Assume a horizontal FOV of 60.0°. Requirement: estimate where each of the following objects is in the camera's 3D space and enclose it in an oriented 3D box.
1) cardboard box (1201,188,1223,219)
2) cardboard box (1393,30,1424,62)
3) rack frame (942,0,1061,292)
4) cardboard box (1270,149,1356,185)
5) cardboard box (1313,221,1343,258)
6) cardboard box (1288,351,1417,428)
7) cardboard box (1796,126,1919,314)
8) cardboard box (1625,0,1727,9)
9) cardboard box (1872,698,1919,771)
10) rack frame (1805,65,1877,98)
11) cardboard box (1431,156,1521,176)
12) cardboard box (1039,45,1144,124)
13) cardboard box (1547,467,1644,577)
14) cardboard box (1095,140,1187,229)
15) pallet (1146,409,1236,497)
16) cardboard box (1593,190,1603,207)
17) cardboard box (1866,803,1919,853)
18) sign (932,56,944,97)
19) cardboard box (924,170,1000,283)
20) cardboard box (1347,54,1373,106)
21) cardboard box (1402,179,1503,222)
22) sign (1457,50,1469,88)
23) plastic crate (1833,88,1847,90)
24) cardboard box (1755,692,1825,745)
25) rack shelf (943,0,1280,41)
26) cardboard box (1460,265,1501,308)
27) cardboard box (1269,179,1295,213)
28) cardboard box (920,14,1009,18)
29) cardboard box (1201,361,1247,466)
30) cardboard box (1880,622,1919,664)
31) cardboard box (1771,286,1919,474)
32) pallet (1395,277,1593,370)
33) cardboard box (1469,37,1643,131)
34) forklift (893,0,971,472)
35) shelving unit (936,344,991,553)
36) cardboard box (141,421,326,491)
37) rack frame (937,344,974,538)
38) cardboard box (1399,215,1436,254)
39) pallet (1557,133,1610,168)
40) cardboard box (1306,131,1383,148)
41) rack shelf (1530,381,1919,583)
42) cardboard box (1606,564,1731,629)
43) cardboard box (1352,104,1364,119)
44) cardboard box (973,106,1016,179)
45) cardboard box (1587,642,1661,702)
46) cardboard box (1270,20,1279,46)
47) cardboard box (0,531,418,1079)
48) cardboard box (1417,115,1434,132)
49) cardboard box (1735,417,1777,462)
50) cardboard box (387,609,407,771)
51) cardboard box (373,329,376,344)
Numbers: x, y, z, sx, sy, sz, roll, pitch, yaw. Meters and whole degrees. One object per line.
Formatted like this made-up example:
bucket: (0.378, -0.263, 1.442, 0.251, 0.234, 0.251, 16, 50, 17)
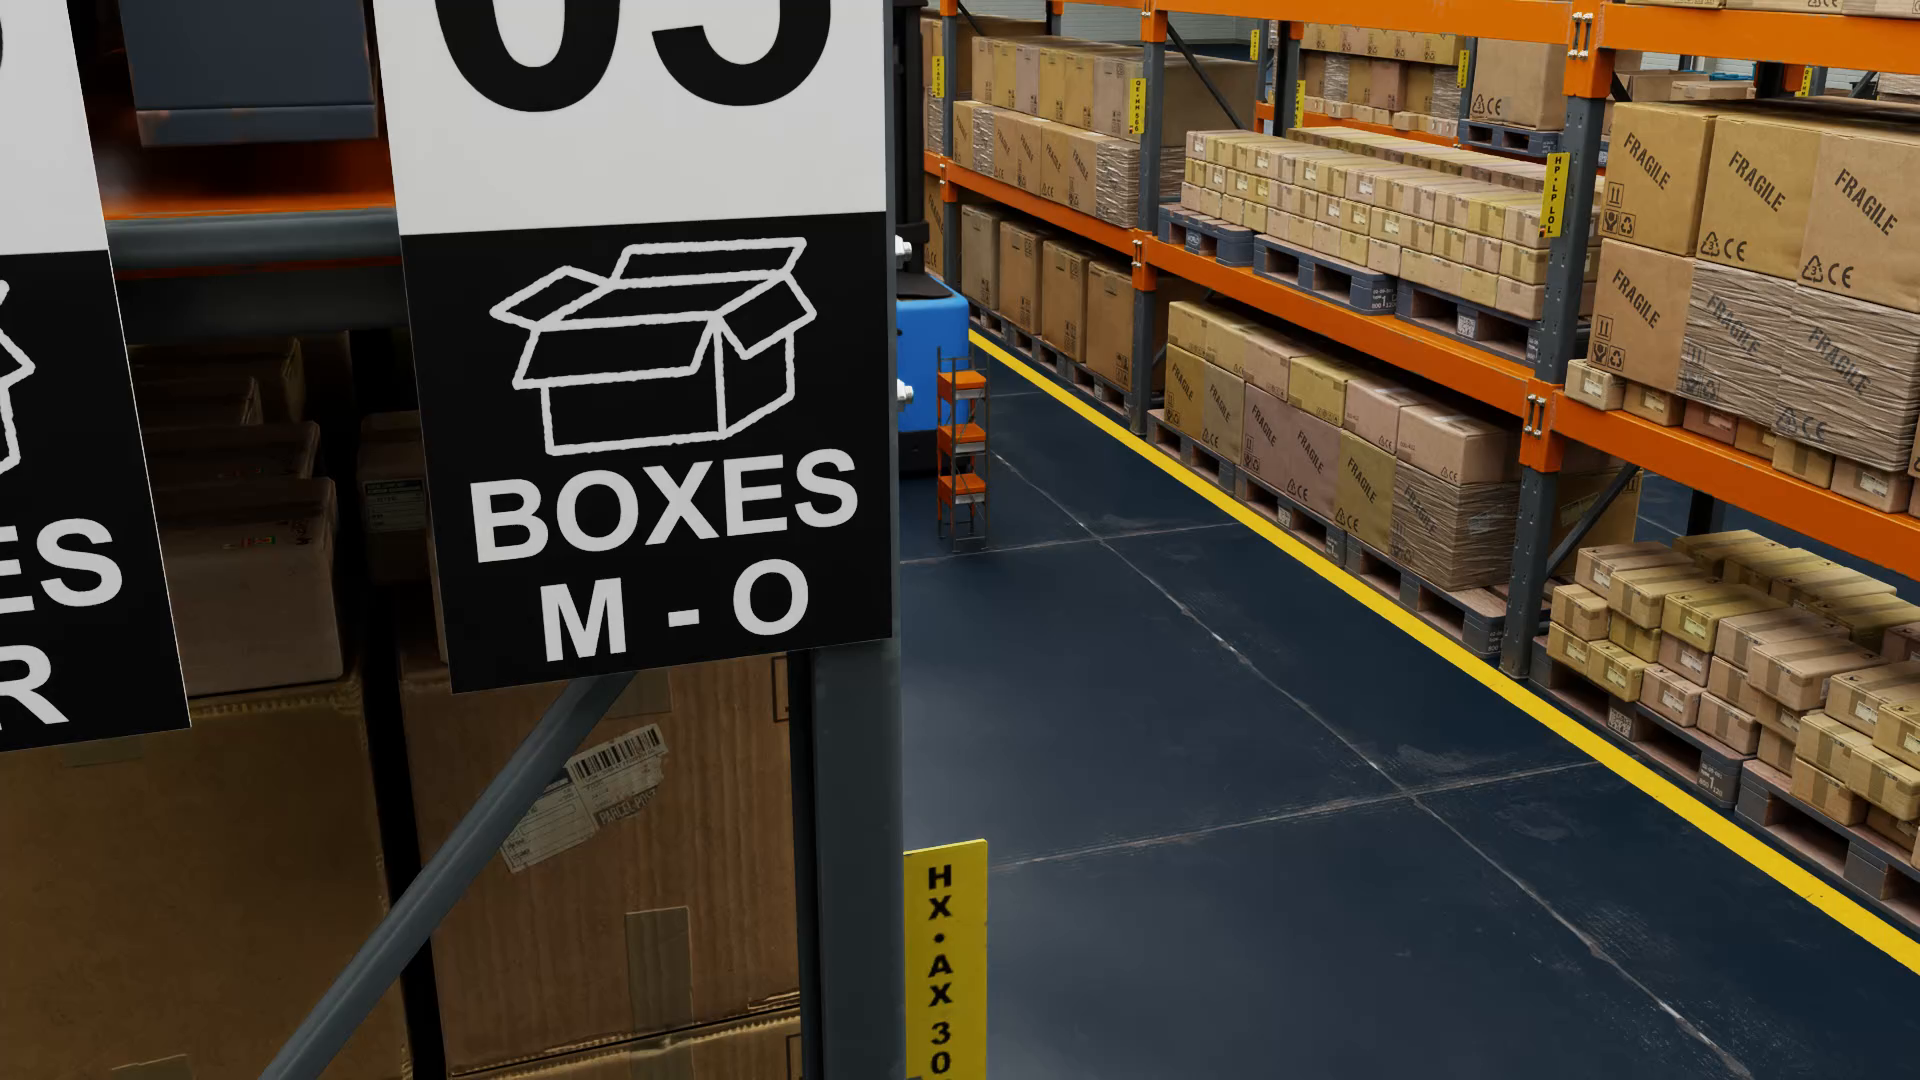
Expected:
cardboard box: (1.638, -1.982, 9.748, 0.380, 0.149, 0.250, -5, 20, -15)
cardboard box: (4.527, -4.865, 15.957, 0.500, 0.500, 0.500, -6, 21, -17)
rack frame: (0.347, -3.437, 14.049, 1.000, 3.000, 0.127, -6, 21, -17)
cardboard box: (1.895, -2.007, 8.938, 0.380, 0.149, 0.250, -5, 20, -15)
cardboard box: (2.053, -1.559, 8.570, 0.380, 0.149, 0.250, -7, 21, -19)
cardboard box: (2.059, -0.791, 8.648, 0.500, 0.250, 0.500, -7, 21, -20)
cardboard box: (3.079, -1.027, 5.272, 0.500, 0.500, 0.500, -6, 21, -16)
cardboard box: (2.757, -2.035, 5.928, 0.500, 0.250, 0.500, -5, 20, -14)
cardboard box: (3.240, 0.631, 5.439, 0.380, 0.149, 0.250, -6, 21, -17)
rack frame: (6.345, -2.648, 11.852, 1.000, 3.000, 0.127, -6, 21, -17)
cardboard box: (2.679, -1.906, 8.655, 0.380, 0.149, 0.250, -6, 21, -16)
cardboard box: (0.989, -3.307, 12.059, 0.700, 0.500, 0.500, -7, 21, -18)
cardboard box: (2.881, -0.157, 7.992, 0.500, 0.500, 0.500, -6, 20, -15)
cardboard box: (1.208, -2.317, 10.781, 0.500, 0.500, 0.500, -6, 21, -17)
pallet: (1.849, -0.590, 10.248, 1.003, 0.211, 1.213, -6, 21, -17)
cardboard box: (3.081, -1.494, 7.508, 0.380, 0.149, 0.250, -6, 21, -16)
cardboard box: (3.273, 0.913, 5.533, 0.380, 0.149, 0.250, -6, 21, -16)
sign: (-0.179, -3.823, 13.724, 0.100, 0.325, 0.005, -6, 21, -17)
cardboard box: (0.216, -2.844, 14.920, 0.875, 0.875, 0.875, -6, 21, -16)
cardboard box: (4.511, -4.749, 17.112, 0.875, 0.500, 0.500, -6, 21, -17)
cardboard box: (2.303, -1.591, 7.779, 0.380, 0.149, 0.250, -6, 21, -17)
sign: (4.575, -4.279, 15.112, 0.100, 0.325, 0.005, -6, 21, -17)
plastic crate: (9.631, -4.824, 18.223, 0.450, 0.188, 0.662, -6, 21, -17)
cardboard box: (3.094, 0.608, 5.942, 0.380, 0.149, 0.250, -5, 20, -15)
rack shelf: (0.976, -3.869, 11.877, 1.077, 0.370, 4.000, -6, 21, -17)
cardboard box: (2.467, -1.139, 7.401, 0.380, 0.149, 0.250, -6, 21, -17)
cardboard box: (1.897, -1.864, 8.978, 0.380, 0.149, 0.250, -6, 21, -17)
cardboard box: (-0.058, -4.490, 15.161, 0.875, 0.550, 0.550, -6, 21, -17)
cardboard box: (1.746, -0.760, 9.671, 0.500, 0.500, 0.500, -6, 21, -17)
cardboard box: (3.604, 0.406, 6.065, 0.380, 0.149, 0.250, -7, 21, -20)
cardboard box: (3.065, -0.548, 5.417, 0.500, 0.500, 0.500, -7, 21, -18)
pallet: (2.760, -1.041, 7.660, 1.003, 0.211, 1.213, -6, 21, -17)
cardboard box: (5.205, -4.142, 14.502, 1.000, 1.000, 1.000, -6, 21, -17)
forklift: (-0.832, -2.200, 10.707, 1.130, 2.935, 3.031, -6, 21, -15)
shelving unit: (0.017, -0.477, 8.691, 0.215, 1.050, 0.252, -6, 21, -17)
cardboard box: (-0.954, -0.024, 1.959, 0.380, 0.149, 0.250, -6, 21, -16)
rack frame: (-0.022, -0.516, 8.800, 0.200, 1.050, 0.008, -6, 21, -17)
cardboard box: (2.300, -1.448, 7.820, 0.380, 0.149, 0.250, -7, 21, -19)
pallet: (5.684, -3.189, 13.641, 1.003, 0.211, 1.213, -6, 21, -17)
cardboard box: (2.271, -2.324, 9.819, 0.380, 0.149, 0.250, -7, 21, -18)
rack shelf: (3.491, 0.110, 5.236, 1.077, 0.370, 4.000, -6, 21, -17)
cardboard box: (2.804, 0.221, 6.579, 0.380, 0.149, 0.250, -5, 20, -15)
cardboard box: (4.278, -4.423, 17.164, 0.380, 0.149, 0.250, -6, 21, -17)
cardboard box: (0.417, -3.125, 13.032, 0.500, 0.500, 0.500, -6, 21, -17)
cardboard box: (2.755, 0.510, 6.654, 0.380, 0.149, 0.250, -6, 21, -16)
cardboard box: (3.745, -5.668, 18.191, 0.500, 0.500, 0.500, -6, 21, -17)
cardboard box: (-0.926, 0.325, 1.948, 0.500, 0.500, 0.500, -6, 21, -15)
cardboard box: (4.650, -4.019, 16.041, 0.380, 0.149, 0.250, -6, 21, -17)
cardboard box: (3.006, -0.383, 5.918, 0.380, 0.149, 0.250, -7, 21, -20)
cardboard box: (-1.266, 0.471, 3.019, 0.500, 0.500, 0.500, -6, 21, -16)
cardboard box: (-1.733, -0.488, 4.211, 0.500, 0.500, 0.500, -7, 21, -18)
